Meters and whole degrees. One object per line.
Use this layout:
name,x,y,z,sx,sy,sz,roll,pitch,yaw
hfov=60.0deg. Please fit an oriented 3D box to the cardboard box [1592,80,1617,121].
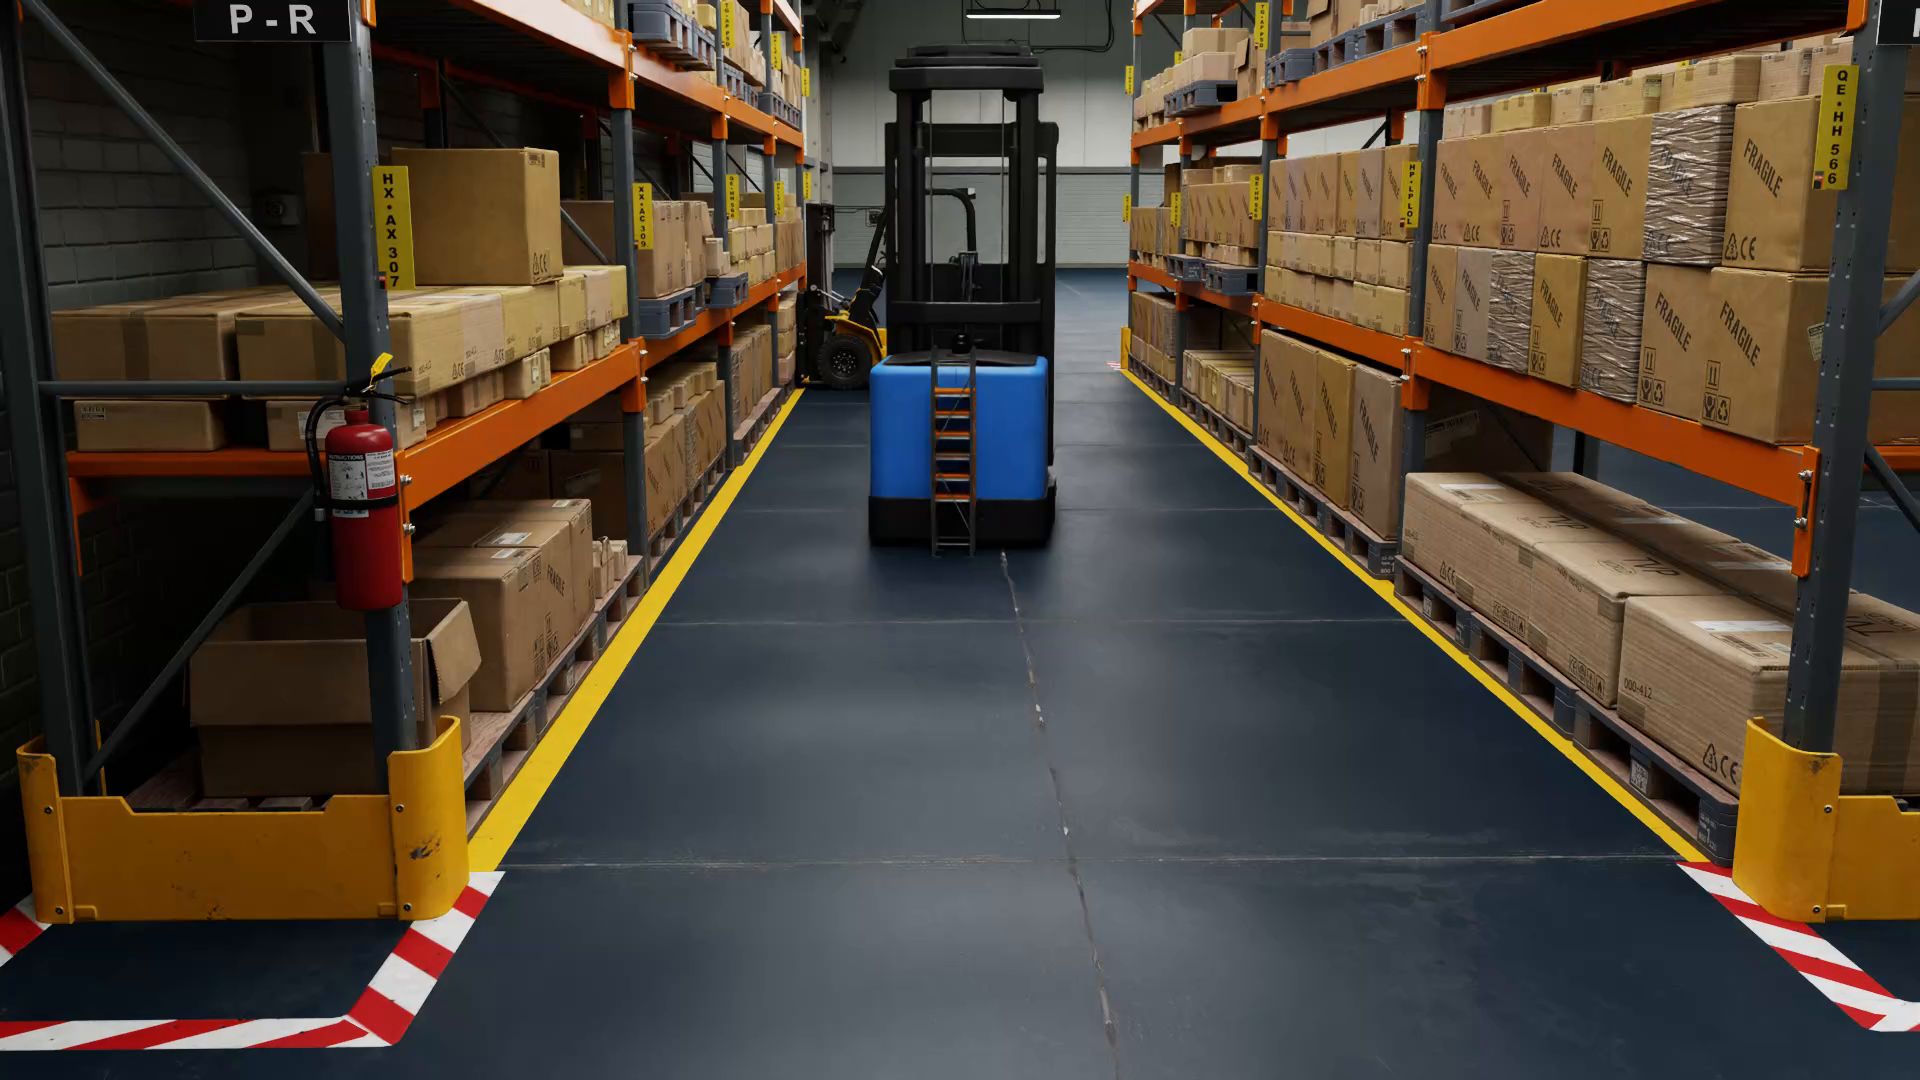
cardboard box,2.630,-1.659,6.296,0.380,0.149,0.250,0,11,1

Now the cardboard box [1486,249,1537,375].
cardboard box,2.581,-0.977,7.079,0.500,0.500,0.500,0,11,-1

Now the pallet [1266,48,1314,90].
pallet,2.807,-3.266,11.545,1.213,0.211,1.003,0,11,1

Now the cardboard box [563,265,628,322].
cardboard box,-1.885,-1.172,7.922,0.500,0.250,0.500,0,11,0

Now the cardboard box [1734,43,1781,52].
cardboard box,7.937,-4.918,16.532,0.380,0.149,0.250,0,11,-1

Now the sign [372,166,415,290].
sign,-1.515,-0.832,4.436,0.100,0.325,0.005,0,11,-1

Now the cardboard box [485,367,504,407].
cardboard box,-1.836,-0.554,5.878,0.380,0.149,0.250,0,11,0

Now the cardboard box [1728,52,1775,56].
cardboard box,7.874,-4.747,16.693,0.500,0.250,0.500,0,11,-1

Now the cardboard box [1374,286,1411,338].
cardboard box,2.562,-1.236,8.984,0.500,0.250,0.500,-1,11,-3

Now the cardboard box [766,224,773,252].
cardboard box,-2.039,-2.865,15.758,0.500,0.250,0.500,0,11,-2

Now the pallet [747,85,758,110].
pallet,-2.274,-3.991,15.126,0.805,0.209,1.217,-1,11,-3

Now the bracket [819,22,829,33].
bracket,-3.407,-12.837,41.650,0.235,0.232,0.430,0,11,-1

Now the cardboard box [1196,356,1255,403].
cardboard box,2.689,-1.482,15.375,0.950,0.372,0.625,0,11,2

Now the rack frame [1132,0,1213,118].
rack frame,2.575,-6.547,19.696,1.000,3.000,0.127,0,11,-1

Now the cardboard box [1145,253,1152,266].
cardboard box,2.317,-3.210,18.970,0.380,0.149,0.250,0,11,0

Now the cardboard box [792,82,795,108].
cardboard box,-2.062,-5.031,18.798,0.396,0.266,0.258,0,11,-1

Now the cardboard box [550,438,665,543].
cardboard box,-1.925,-0.278,9.116,0.500,0.500,0.500,0,11,1

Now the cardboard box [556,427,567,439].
cardboard box,-2.447,-0.376,9.599,0.500,0.500,0.500,-1,11,-4

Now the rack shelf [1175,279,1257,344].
rack shelf,2.699,-2.061,14.485,1.077,0.370,4.000,0,11,-1

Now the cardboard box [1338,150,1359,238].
cardboard box,2.554,-2.052,9.862,0.500,0.500,0.500,0,11,1

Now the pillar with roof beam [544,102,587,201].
pillar with roof beam,1.154,-5.209,13.100,9.100,9.000,0.400,0,11,-1

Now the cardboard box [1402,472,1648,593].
cardboard box,2.728,-0.046,8.130,0.875,0.438,0.875,0,11,-2

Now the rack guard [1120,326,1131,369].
rack guard,2.576,-2.367,20.467,1.175,0.500,0.348,0,11,-1

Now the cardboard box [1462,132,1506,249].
cardboard box,2.595,-1.564,7.459,0.500,0.500,0.500,0,11,-2

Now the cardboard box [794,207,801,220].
cardboard box,-2.065,-3.834,19.530,0.380,0.149,0.250,0,11,0

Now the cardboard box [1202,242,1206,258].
cardboard box,2.395,-2.626,15.035,0.380,0.149,0.250,0,11,0

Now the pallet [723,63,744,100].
pallet,-2.326,-3.507,12.734,1.213,0.211,1.003,0,11,1

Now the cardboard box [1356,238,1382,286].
cardboard box,2.553,-1.579,9.417,0.500,0.250,0.500,0,11,0

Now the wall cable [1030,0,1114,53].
wall cable,3.166,-16.144,50.671,3.097,2.526,0.112,0,11,-1

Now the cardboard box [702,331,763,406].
cardboard box,-2.275,-1.574,15.192,0.875,0.625,0.625,0,11,-2

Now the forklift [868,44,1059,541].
forklift,0.086,-1.671,10.923,1.130,2.935,3.031,1,11,4

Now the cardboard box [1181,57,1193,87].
cardboard box,2.280,-4.195,14.971,0.500,0.250,0.500,0,11,-2

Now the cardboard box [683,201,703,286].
cardboard box,-1.953,-1.811,10.134,0.700,0.500,0.500,0,11,-1

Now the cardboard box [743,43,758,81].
cardboard box,-2.031,-4.176,14.472,0.500,0.311,0.500,-1,11,-3

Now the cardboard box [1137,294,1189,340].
cardboard box,2.331,-2.562,19.118,0.500,0.500,0.500,-1,11,-3

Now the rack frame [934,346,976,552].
rack frame,-0.030,-0.521,9.609,0.240,1.200,0.006,1,11,4

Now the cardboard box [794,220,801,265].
cardboard box,-2.114,-3.435,19.193,0.500,0.500,0.500,0,11,1

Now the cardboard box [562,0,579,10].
cardboard box,-1.838,-2.326,7.067,0.380,0.149,0.250,0,11,-1

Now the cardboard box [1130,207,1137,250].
cardboard box,2.307,-3.706,19.783,0.500,0.500,0.500,0,11,-2

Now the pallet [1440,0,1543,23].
pallet,2.829,-2.485,7.443,1.003,0.211,1.213,0,11,-1

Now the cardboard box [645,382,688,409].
cardboard box,-1.960,-0.933,10.714,0.380,0.149,0.250,-1,11,-4

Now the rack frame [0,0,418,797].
rack frame,-2.057,-0.405,4.511,1.000,3.000,0.127,0,11,-1

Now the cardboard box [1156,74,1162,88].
cardboard box,2.305,-4.919,17.844,0.380,0.149,0.250,0,11,0

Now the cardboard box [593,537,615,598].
cardboard box,-1.827,0.114,7.771,0.396,0.266,0.258,0,11,1

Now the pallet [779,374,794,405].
pallet,-2.280,-1.582,17.326,1.003,0.211,1.213,0,11,-1

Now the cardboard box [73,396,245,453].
cardboard box,-2.332,-0.347,4.856,0.380,0.149,0.250,0,11,-2

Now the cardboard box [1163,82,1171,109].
cardboard box,2.368,-4.541,16.983,0.500,0.250,0.500,0,11,-2

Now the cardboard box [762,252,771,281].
cardboard box,-2.017,-2.518,15.303,0.500,0.250,0.500,0,11,-1

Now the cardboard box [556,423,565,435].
cardboard box,-2.460,-0.671,9.423,0.380,0.149,0.250,0,11,-1

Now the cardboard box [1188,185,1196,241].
cardboard box,2.391,-3.018,15.336,0.500,0.500,0.500,0,11,-1

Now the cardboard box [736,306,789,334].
cardboard box,-2.001,-2.236,16.882,0.500,0.250,0.500,0,11,-2

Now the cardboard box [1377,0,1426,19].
cardboard box,2.595,-3.028,9.063,0.500,0.311,0.500,0,11,-1

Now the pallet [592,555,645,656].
pallet,-2.126,0.303,8.035,1.003,0.211,1.213,0,11,-1

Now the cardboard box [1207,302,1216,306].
cardboard box,2.892,-2.262,17.638,0.500,0.500,0.500,0,11,1

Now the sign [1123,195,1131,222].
sign,2.032,-4.029,20.195,0.100,0.325,0.005,0,11,-1

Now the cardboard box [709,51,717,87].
cardboard box,-1.969,-3.291,11.569,0.500,0.250,0.500,-1,11,-3

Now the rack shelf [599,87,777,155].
rack shelf,-2.264,-3.510,14.083,1.077,0.370,4.000,0,11,-1

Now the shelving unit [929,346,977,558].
shelving unit,-0.037,-0.503,9.519,0.258,1.200,0.189,1,11,4
